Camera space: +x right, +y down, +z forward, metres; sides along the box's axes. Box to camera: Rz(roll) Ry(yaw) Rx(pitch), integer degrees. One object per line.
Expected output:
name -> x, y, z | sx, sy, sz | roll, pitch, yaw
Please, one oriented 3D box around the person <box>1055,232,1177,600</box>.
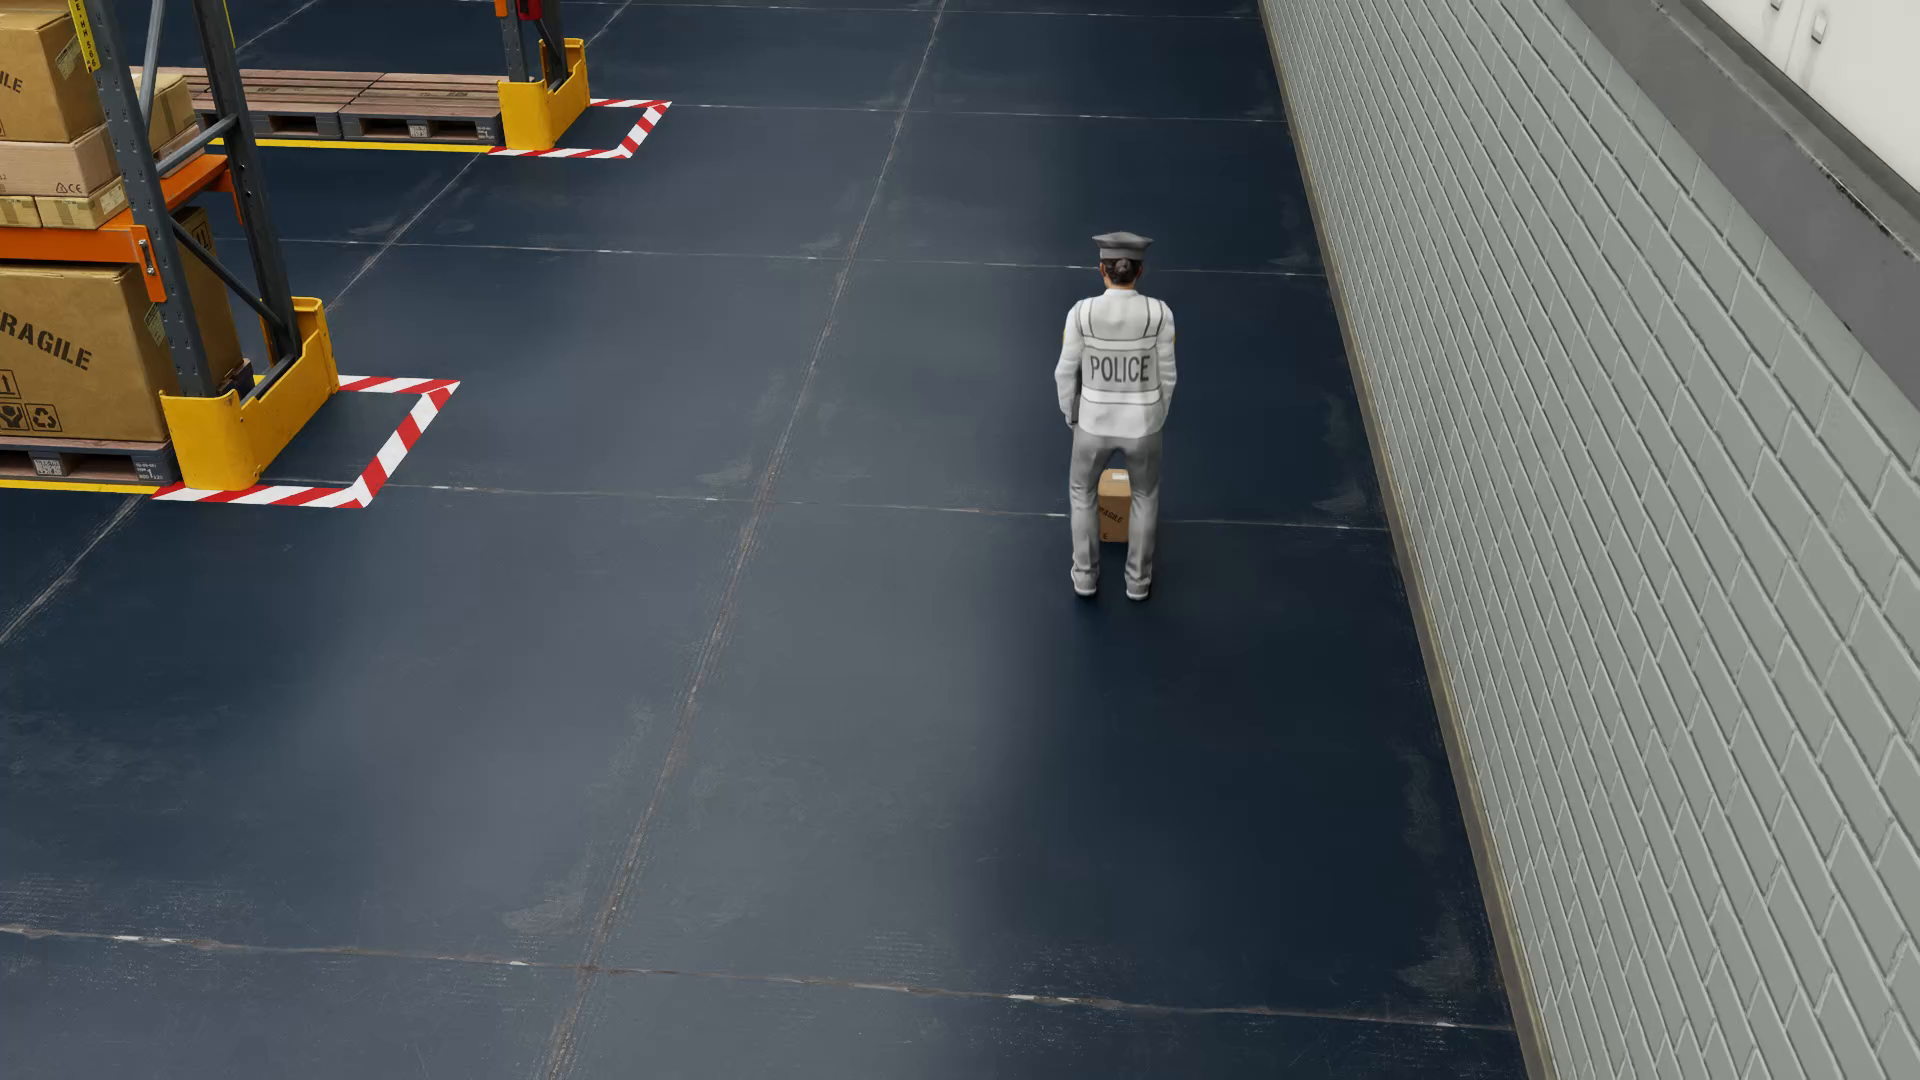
person -> 0.642, -0.495, 6.971 | 0.500, 1.626, 0.446 | 3, 32, 5
